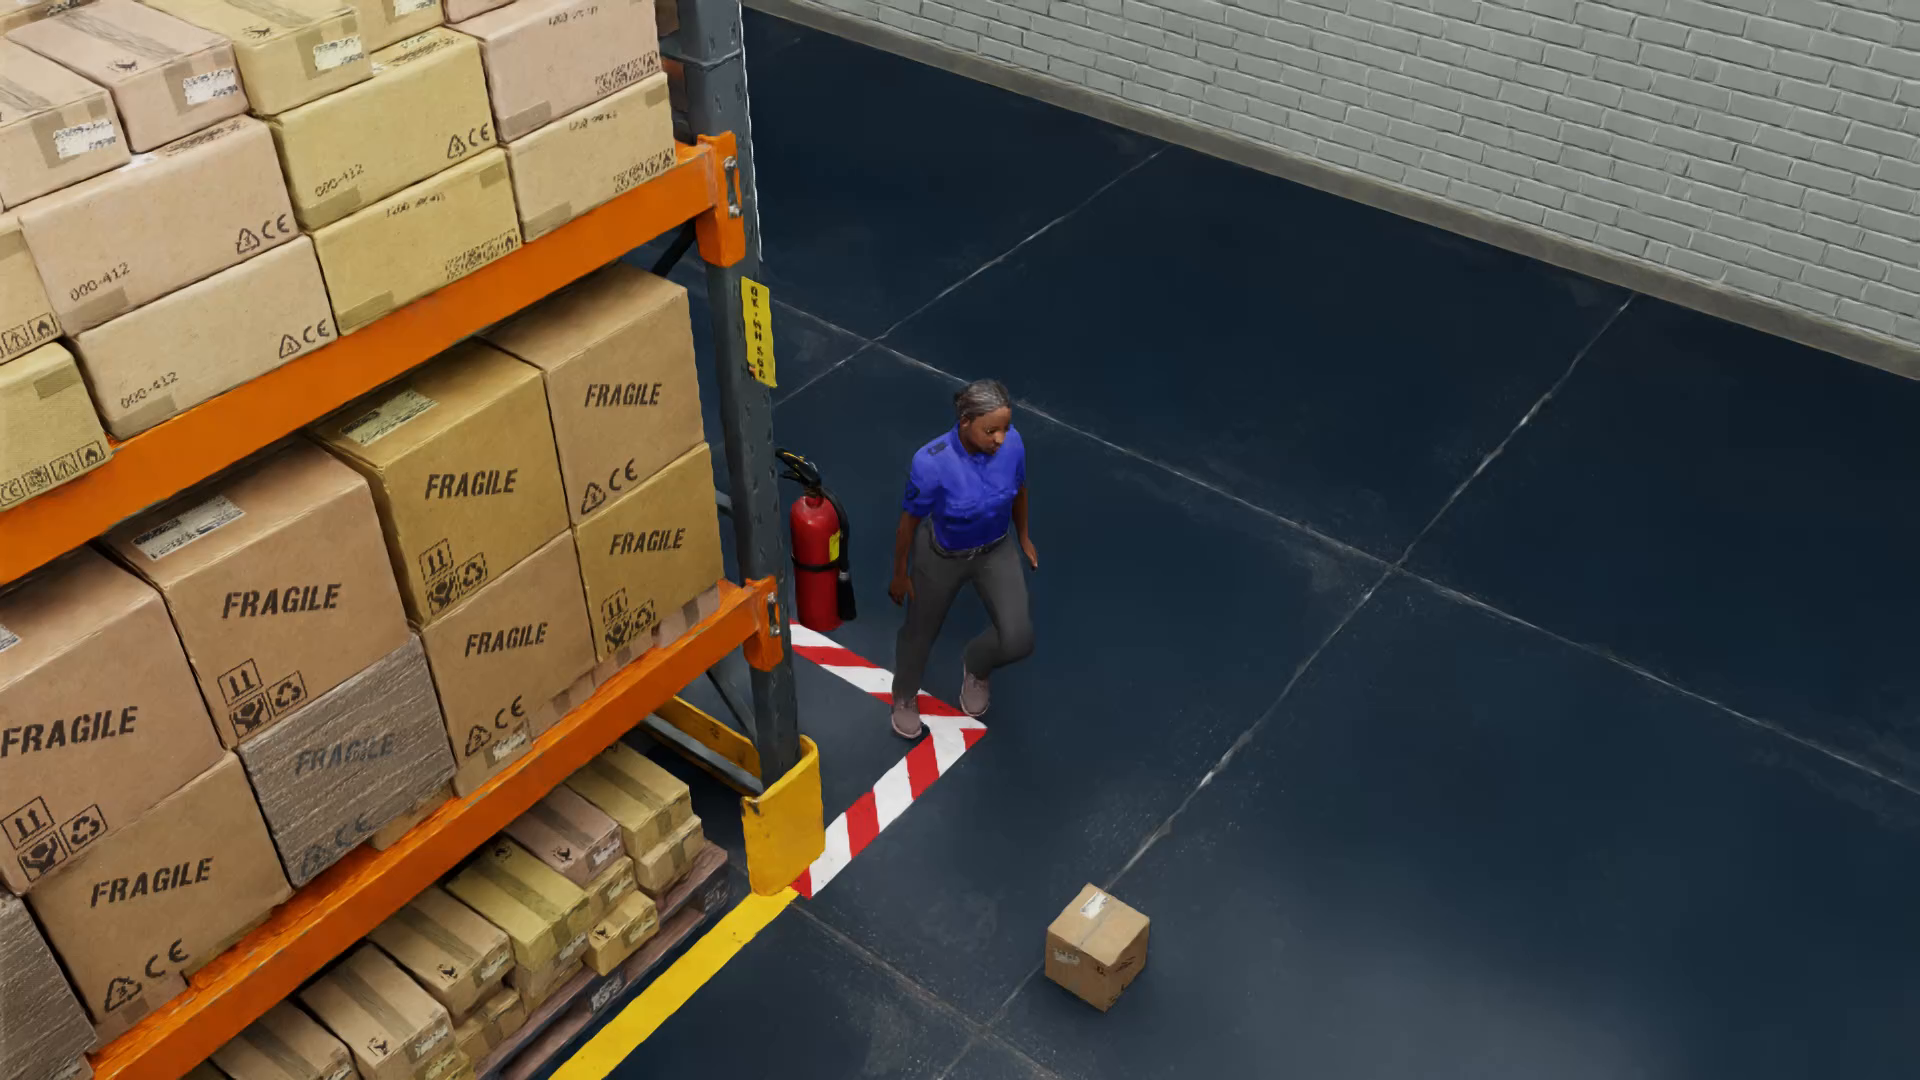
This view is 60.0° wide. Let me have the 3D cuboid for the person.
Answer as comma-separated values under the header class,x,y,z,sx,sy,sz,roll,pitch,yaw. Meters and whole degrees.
class,x,y,z,sx,sy,sz,roll,pitch,yaw
person,0.020,0.064,6.071,0.591,1.637,0.505,-17,42,-20
